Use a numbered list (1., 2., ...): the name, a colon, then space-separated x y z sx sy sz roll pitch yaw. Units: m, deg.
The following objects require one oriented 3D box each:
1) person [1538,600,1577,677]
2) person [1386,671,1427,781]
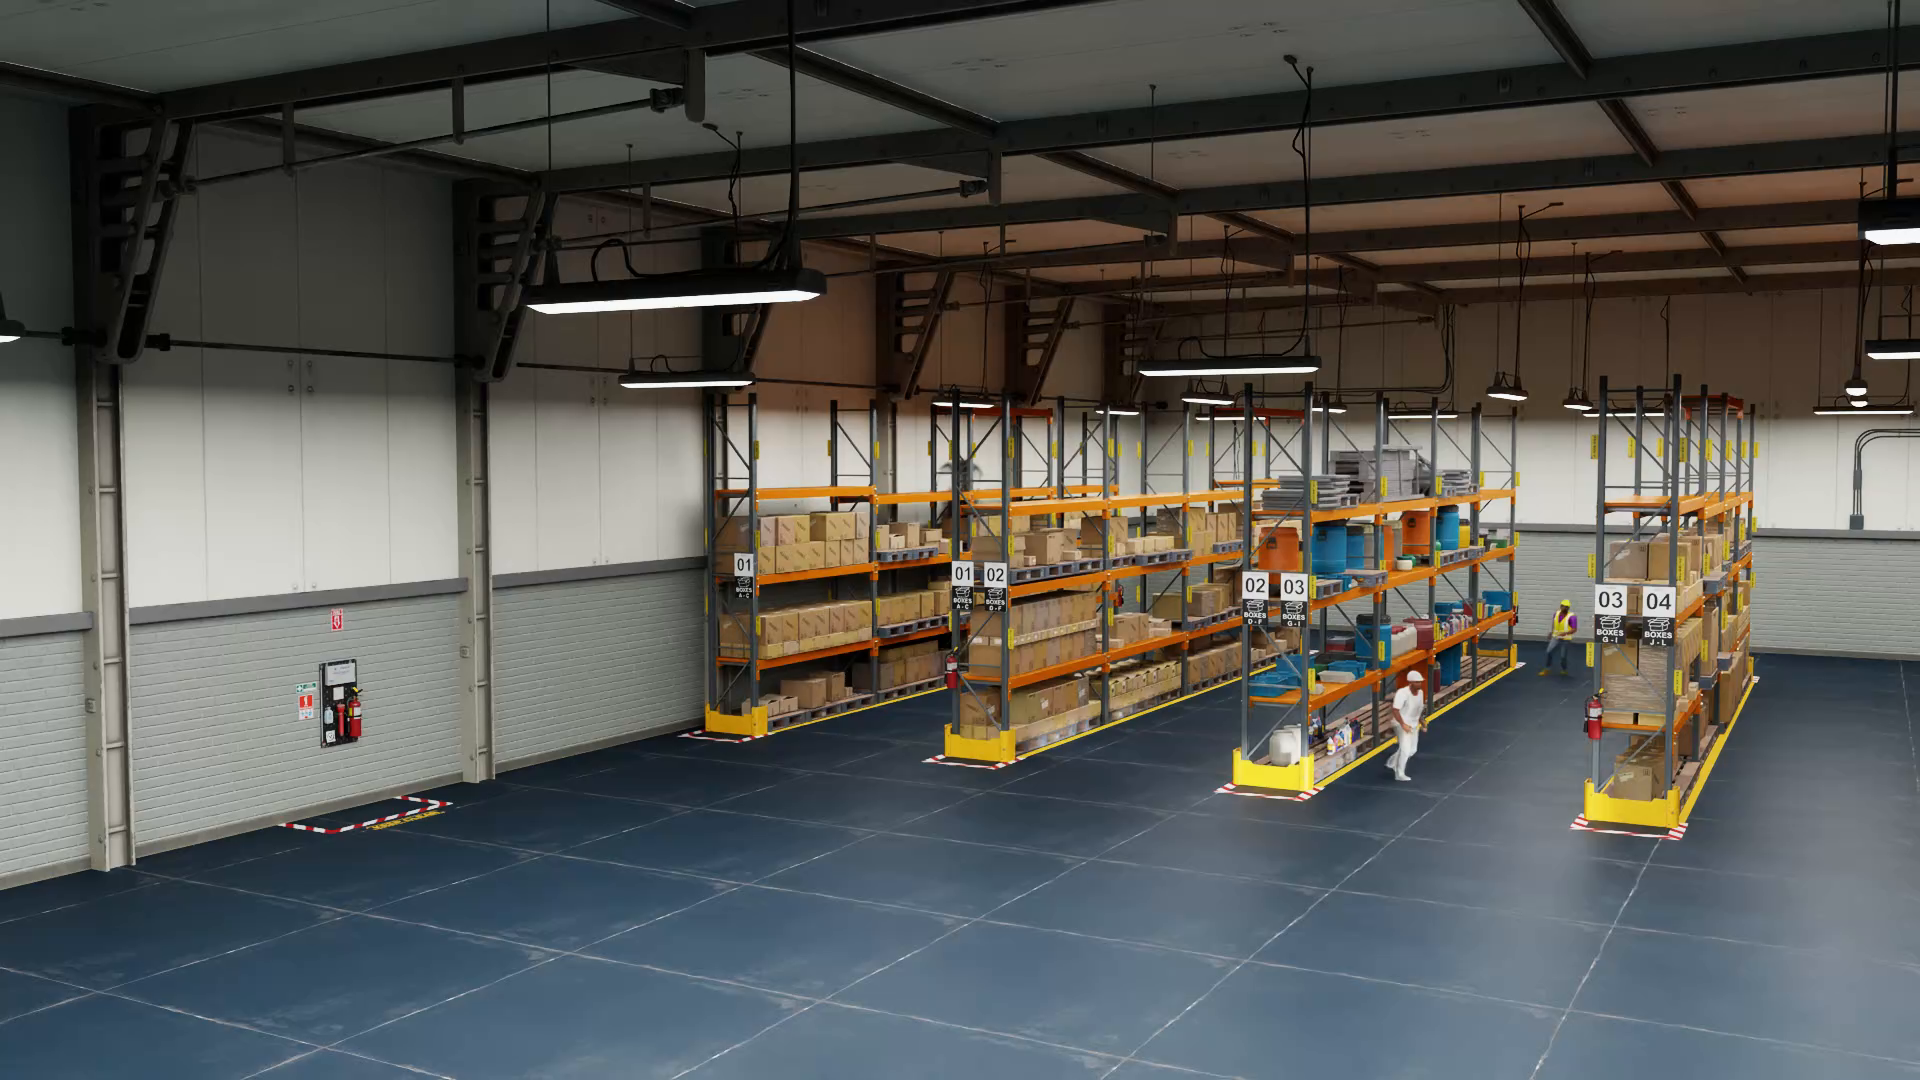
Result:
1. person: 13.161 2.148 36.432 0.802 1.712 0.770 -3 4 -45
2. person: 6.706 2.799 25.137 0.671 1.702 0.798 -2 4 -35
